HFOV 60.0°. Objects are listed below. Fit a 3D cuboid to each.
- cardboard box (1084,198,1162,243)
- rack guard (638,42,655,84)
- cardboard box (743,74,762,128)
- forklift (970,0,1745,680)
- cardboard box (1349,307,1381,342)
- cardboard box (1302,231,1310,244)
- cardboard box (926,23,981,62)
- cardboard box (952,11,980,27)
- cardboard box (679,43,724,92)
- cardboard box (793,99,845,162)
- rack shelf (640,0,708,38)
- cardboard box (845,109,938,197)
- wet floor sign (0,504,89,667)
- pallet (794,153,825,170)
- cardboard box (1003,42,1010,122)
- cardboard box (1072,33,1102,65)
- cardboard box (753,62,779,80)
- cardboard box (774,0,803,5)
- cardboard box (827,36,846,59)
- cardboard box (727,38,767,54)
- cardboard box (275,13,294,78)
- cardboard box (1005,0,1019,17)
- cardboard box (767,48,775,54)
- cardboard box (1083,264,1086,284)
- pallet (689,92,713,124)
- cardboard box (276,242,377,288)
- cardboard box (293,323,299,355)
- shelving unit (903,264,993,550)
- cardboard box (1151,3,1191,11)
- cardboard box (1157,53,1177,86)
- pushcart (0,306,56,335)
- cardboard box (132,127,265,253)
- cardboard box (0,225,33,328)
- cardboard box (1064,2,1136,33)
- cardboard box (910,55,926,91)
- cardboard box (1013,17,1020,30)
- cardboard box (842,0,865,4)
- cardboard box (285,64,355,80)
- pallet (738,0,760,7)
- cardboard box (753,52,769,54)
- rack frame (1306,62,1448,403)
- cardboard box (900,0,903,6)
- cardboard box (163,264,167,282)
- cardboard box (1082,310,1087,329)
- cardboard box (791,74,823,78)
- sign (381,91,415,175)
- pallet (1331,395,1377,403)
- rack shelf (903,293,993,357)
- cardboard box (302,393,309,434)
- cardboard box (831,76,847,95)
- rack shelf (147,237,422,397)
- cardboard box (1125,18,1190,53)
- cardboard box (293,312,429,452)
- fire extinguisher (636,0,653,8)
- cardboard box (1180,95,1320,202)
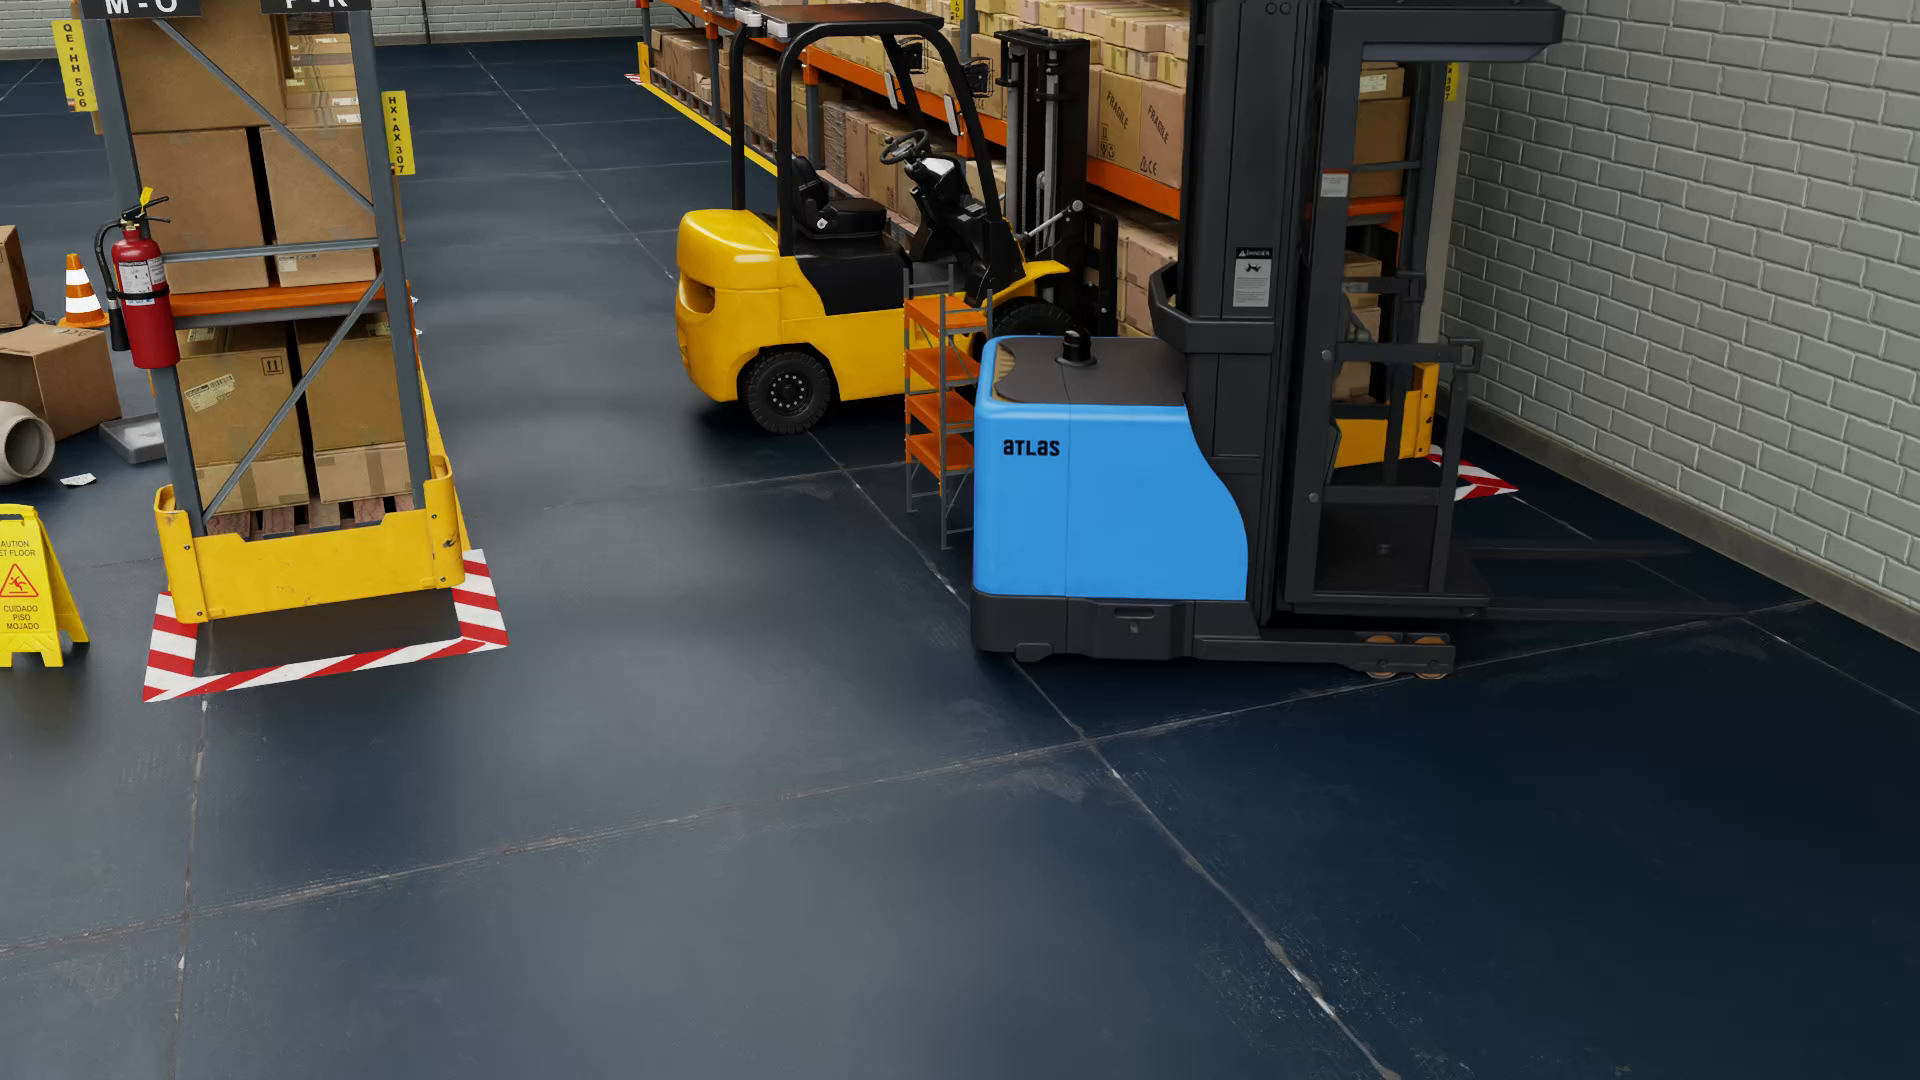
[{"bbox_3d":[0.900,-1.887,10.077,0.500,0.250,0.500,-9,24,-20],"label":"cardboard box"},{"bbox_3d":[-3.726,-6.458,22.428,1.175,0.500,0.348,-8,24,-19],"label":"rack guard"},{"bbox_3d":[-2.010,-4.645,17.585,0.500,0.500,0.500,-9,25,-21],"label":"cardboard box"},{"bbox_3d":[1.576,-1.019,6.394,3.031,2.935,1.130,1,23,3],"label":"forklift"},{"bbox_3d":[1.928,-1.180,9.043,0.500,0.250,0.500,-8,24,-18],"label":"cardboard box"},{"bbox_3d":[1.727,-1.592,9.378,0.500,0.250,0.500,-8,24,-19],"label":"cardboard box"},{"bbox_3d":[0.074,-3.581,11.935,0.500,0.250,0.500,-9,24,-20],"label":"cardboard box"},{"bbox_3d":[0.158,-3.716,11.739,0.380,0.149,0.250,-7,24,-17],"label":"cardboard box"},{"bbox_3d":[-2.993,-5.750,20.209,0.700,0.500,0.500,-9,25,-21],"label":"cardboard box"},{"bbox_3d":[-1.277,-3.896,15.809,0.500,0.500,0.500,-8,24,-17],"label":"cardboard box"},{"bbox_3d":[-3.046,-6.579,20.423,1.077,0.370,4.000,-8,24,-19],"label":"rack shelf"},{"bbox_3d":[-0.481,-3.365,14.388,0.875,0.625,0.625,-8,24,-17],"label":"cardboard box"},{"bbox_3d":[-3.676,0.160,6.540,0.267,0.644,0.232,0,23,-1],"label":"wet floor sign"},{"bbox_3d":[-1.155,-3.722,16.308,1.003,0.211,1.213,-8,24,-19],"label":"pallet"},{"bbox_3d":[0.599,-2.939,10.732,0.500,0.500,0.500,-8,24,-18],"label":"cardboard box"},{"bbox_3d":[0.881,-2.905,9.817,0.380,0.149,0.250,-9,24,-20],"label":"cardboard box"},{"bbox_3d":[-1.942,-4.892,17.336,0.380,0.149,0.250,-7,24,-17],"label":"cardboard box"},{"bbox_3d":[-1.517,-4.994,15.520,0.380,0.149,0.250,-8,24,-18],"label":"cardboard box"},{"bbox_3d":[-0.825,-4.283,14.243,0.500,0.250,0.500,-9,24,-20],"label":"cardboard box"},{"bbox_3d":[-2.325,-5.407,18.175,0.380,0.149,0.250,-10,25,-22],"label":"cardboard box"},{"bbox_3d":[-3.622,-2.497,8.013,0.700,0.500,0.500,-9,24,-19],"label":"cardboard box"},{"bbox_3d":[0.515,-3.522,10.898,0.380,0.149,0.250,-8,24,-18],"label":"cardboard box"},{"bbox_3d":[-1.940,-5.430,18.614,0.380,0.149,0.250,-9,25,-21],"label":"cardboard box"},{"bbox_3d":[0.893,-1.665,10.194,0.500,0.250,0.500,-8,24,-19],"label":"cardboard box"},{"bbox_3d":[-2.581,-5.148,19.693,1.003,0.211,1.213,-8,24,-19],"label":"pallet"},{"bbox_3d":[-2.669,-1.177,7.004,0.380,0.149,0.250,-8,24,-19],"label":"cardboard box"},{"bbox_3d":[-3.818,-1.234,8.849,0.500,0.500,0.500,-7,24,-16],"label":"cardboard box"},{"bbox_3d":[-0.059,-0.613,7.660,0.258,1.200,0.503,-8,24,-19],"label":"shelving unit"},{"bbox_3d":[1.365,-3.118,9.940,0.380,0.149,0.250,-8,24,-17],"label":"cardboard box"},{"bbox_3d":[1.286,-2.539,8.948,0.380,0.149,0.250,-9,24,-19],"label":"cardboard box"},{"bbox_3d":[-6.271,-1.055,9.768,1.648,0.377,0.936,-18,29,-37],"label":"pushcart"},{"bbox_3d":[-3.192,-1.484,6.896,0.500,0.500,0.500,-9,24,-20],"label":"cardboard box"},{"bbox_3d":[-5.810,-1.536,9.777,0.500,0.500,0.500,-8,24,-19],"label":"cardboard box"},{"bbox_3d":[0.851,-3.145,10.003,0.380,0.149,0.250,-8,24,-19],"label":"cardboard box"},{"bbox_3d":[-0.119,-3.537,12.473,0.500,0.250,0.500,-8,24,-19],"label":"cardboard box"},{"bbox_3d":[0.564,-3.285,10.719,0.380,0.149,0.250,-8,24,-19],"label":"cardboard box"},{"bbox_3d":[-0.654,-4.322,13.692,0.500,0.250,0.500,-9,24,-20],"label":"cardboard box"},{"bbox_3d":[-3.205,-2.091,8.337,0.500,0.500,0.500,-9,24,-20],"label":"cardboard box"},{"bbox_3d":[-1.618,-5.348,16.823,1.003,0.211,1.213,-8,24,-19],"label":"pallet"},{"bbox_3d":[-2.291,-5.267,18.228,0.380,0.149,0.250,-9,24,-20],"label":"cardboard box"},{"bbox_3d":[1.900,-1.823,8.214,1.000,3.000,0.127,-8,24,-19],"label":"rack frame"},{"bbox_3d":[-0.238,-4.084,12.614,0.380,0.149,0.250,-9,24,-20],"label":"cardboard box"},{"bbox_3d":[-3.268,-1.209,7.079,0.380,0.149,0.250,-9,24,-20],"label":"cardboard box"},{"bbox_3d":[0.899,-1.428,10.275,0.500,0.250,0.500,-8,24,-17],"label":"cardboard box"},{"bbox_3d":[-1.566,-4.514,16.441,0.380,0.149,0.250,-8,24,-17],"label":"cardboard box"},{"bbox_3d":[-2.235,-1.615,6.604,0.100,0.325,0.005,-8,24,-19],"label":"sign"},{"bbox_3d":[1.590,-0.811,9.401,1.003,0.211,1.213,-8,24,-19],"label":"pallet"},{"bbox_3d":[-0.059,-0.975,7.507,0.258,0.148,0.480,-8,24,-19],"label":"rack shelf"},{"bbox_3d":[-3.646,-0.703,8.555,0.500,0.250,0.500,-9,25,-21],"label":"cardboard box"},{"bbox_3d":[-1.051,-4.483,16.366,0.380,0.149,0.250,-8,24,-18],"label":"cardboard box"},{"bbox_3d":[-3.449,-1.536,8.459,1.077,0.370,4.000,-8,24,-19],"label":"rack shelf"},{"bbox_3d":[1.128,-2.764,9.098,0.380,0.149,0.250,-8,24,-18],"label":"cardboard box"},{"bbox_3d":[-2.778,-0.753,7.708,0.500,0.500,0.500,-9,25,-21],"label":"cardboard box"},{"bbox_3d":[-4.237,-7.420,22.071,0.296,0.674,0.183,-8,24,-19],"label":"fire extinguisher"},{"bbox_3d":[1.480,-2.012,8.534,0.500,0.500,0.500,-9,24,-20],"label":"cardboard box"}]
